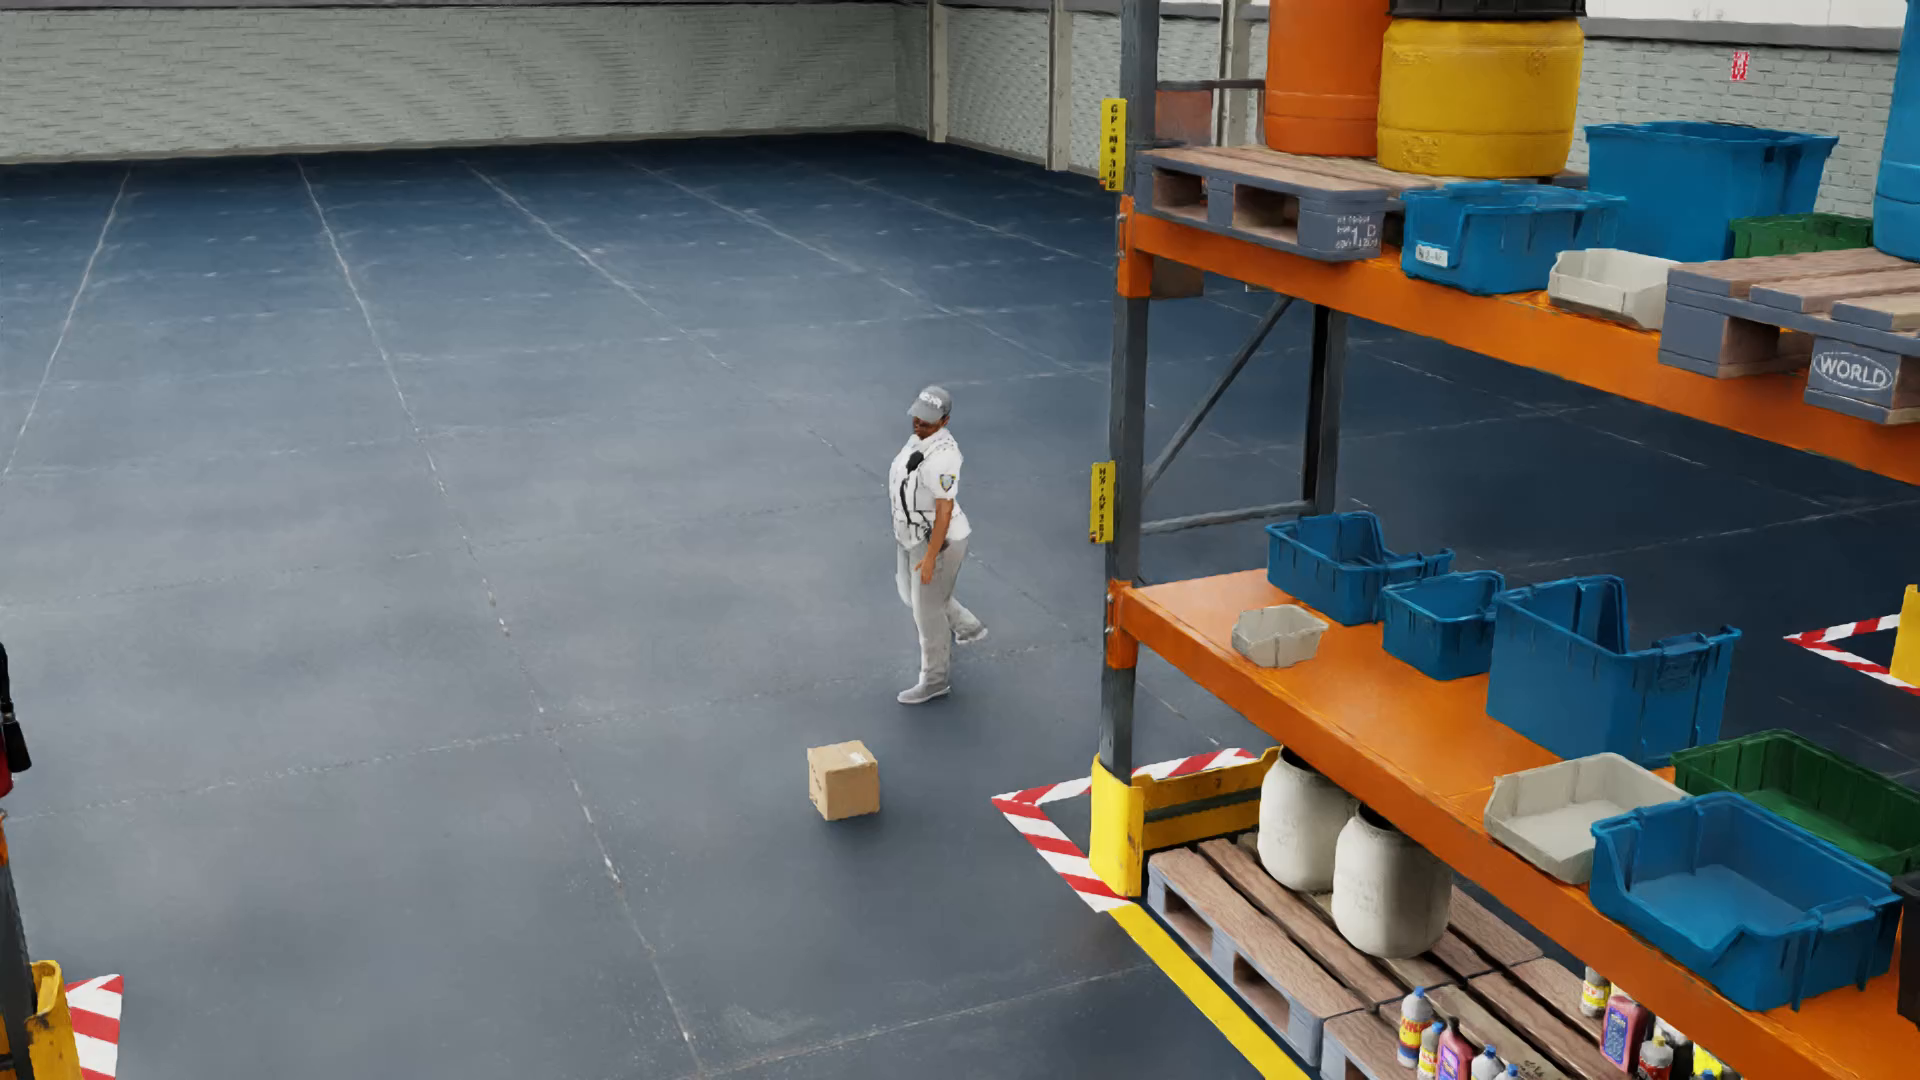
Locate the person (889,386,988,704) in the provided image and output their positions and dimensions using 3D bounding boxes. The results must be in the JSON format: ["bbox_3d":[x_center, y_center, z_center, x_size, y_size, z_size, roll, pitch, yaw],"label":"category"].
[{"bbox_3d":[-0.096,-0.017,8.624,0.586,1.659,0.681,-6,20,-17],"label":"person"}]
